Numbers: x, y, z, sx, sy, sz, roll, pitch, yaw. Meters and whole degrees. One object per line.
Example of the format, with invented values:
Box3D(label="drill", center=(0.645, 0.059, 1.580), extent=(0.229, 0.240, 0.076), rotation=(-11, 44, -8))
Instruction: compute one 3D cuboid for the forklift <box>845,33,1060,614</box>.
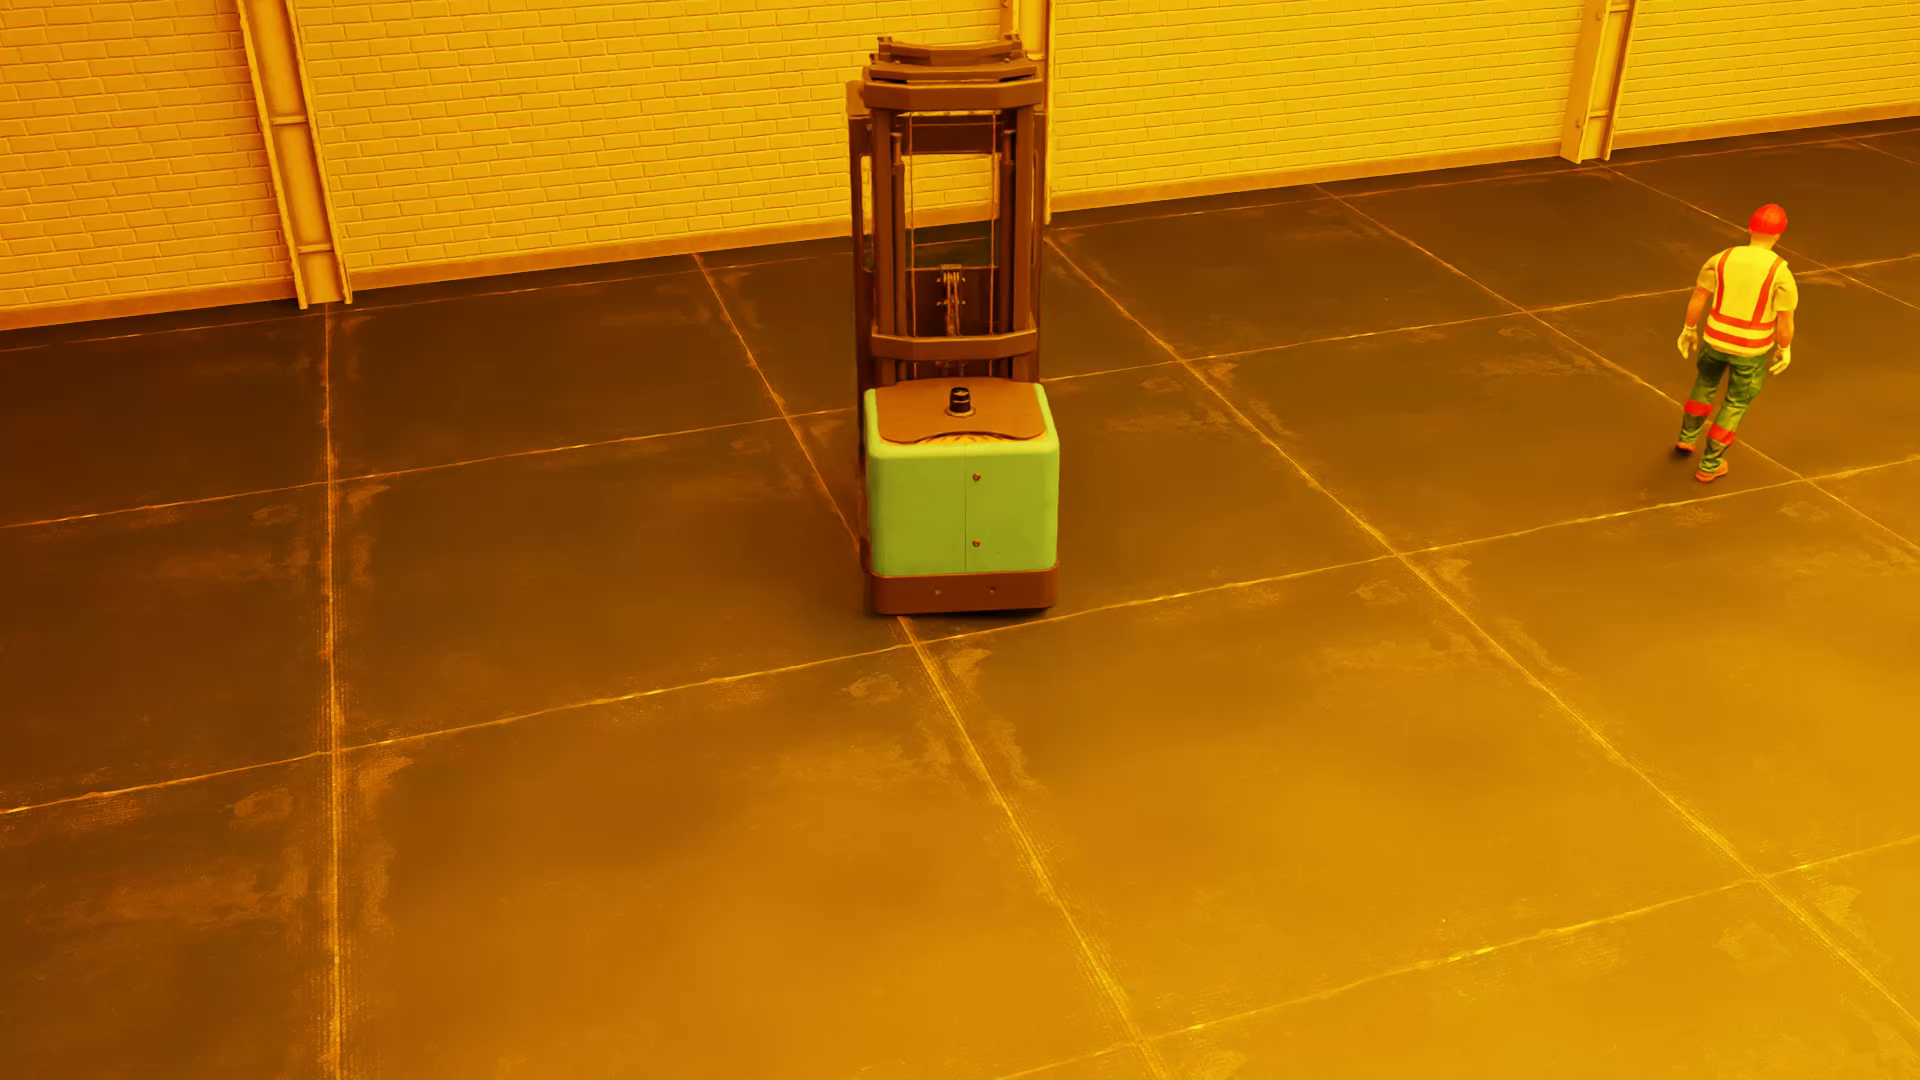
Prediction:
Box3D(label="forklift", center=(-0.091, -1.567, 9.810), extent=(1.130, 2.935, 3.031), rotation=(-2, 30, -4))

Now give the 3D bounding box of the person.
Box3D(label="person", center=(4.894, -1.231, 10.457), extent=(0.537, 1.826, 0.640), rotation=(-26, 39, -37))
